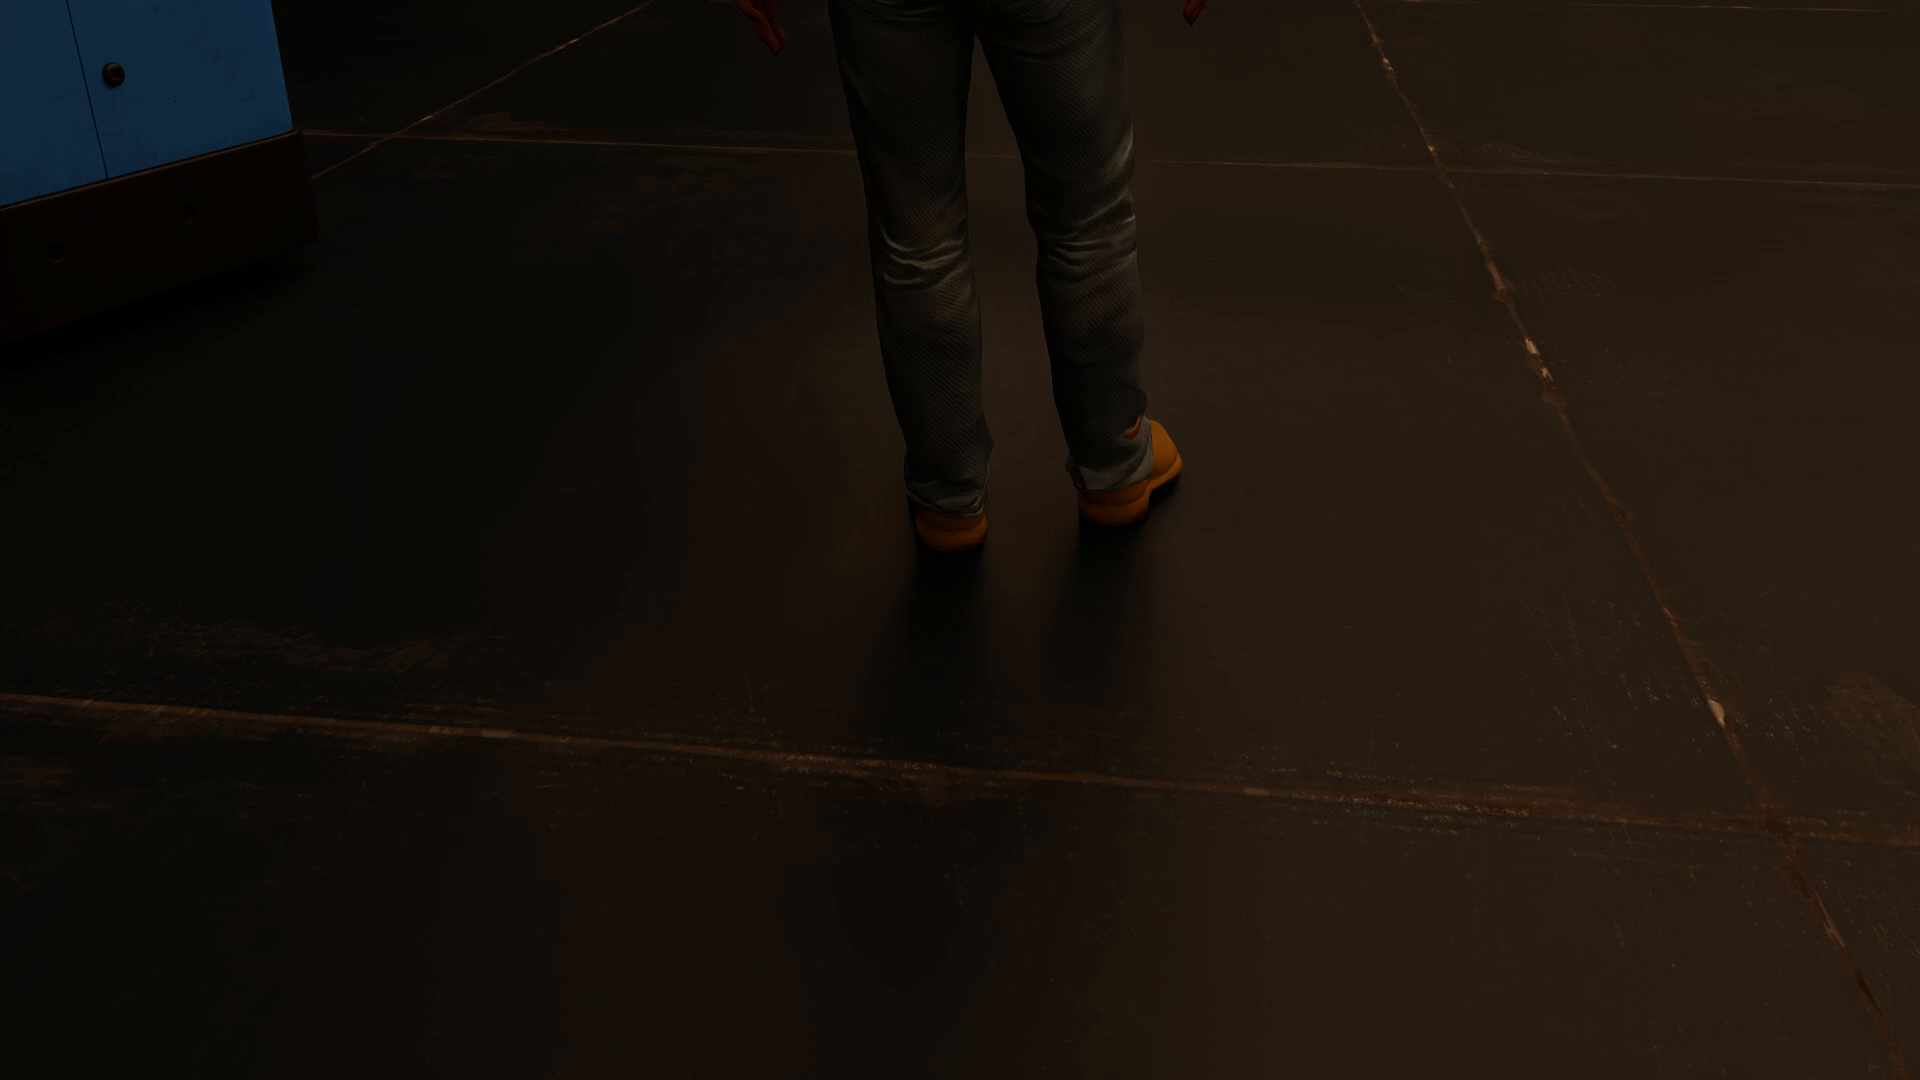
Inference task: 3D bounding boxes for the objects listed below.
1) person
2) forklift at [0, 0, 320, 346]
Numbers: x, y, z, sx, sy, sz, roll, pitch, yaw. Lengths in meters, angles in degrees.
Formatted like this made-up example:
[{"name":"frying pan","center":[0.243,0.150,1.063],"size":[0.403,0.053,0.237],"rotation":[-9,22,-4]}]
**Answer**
[{"name":"person","center":[0.015,-0.827,2.163],"size":[0.666,1.765,0.577],"rotation":[3,27,7]},{"name":"forklift","center":[-2.963,-2.033,3.293],"size":[3.031,2.935,1.130],"rotation":[13,29,25]}]
